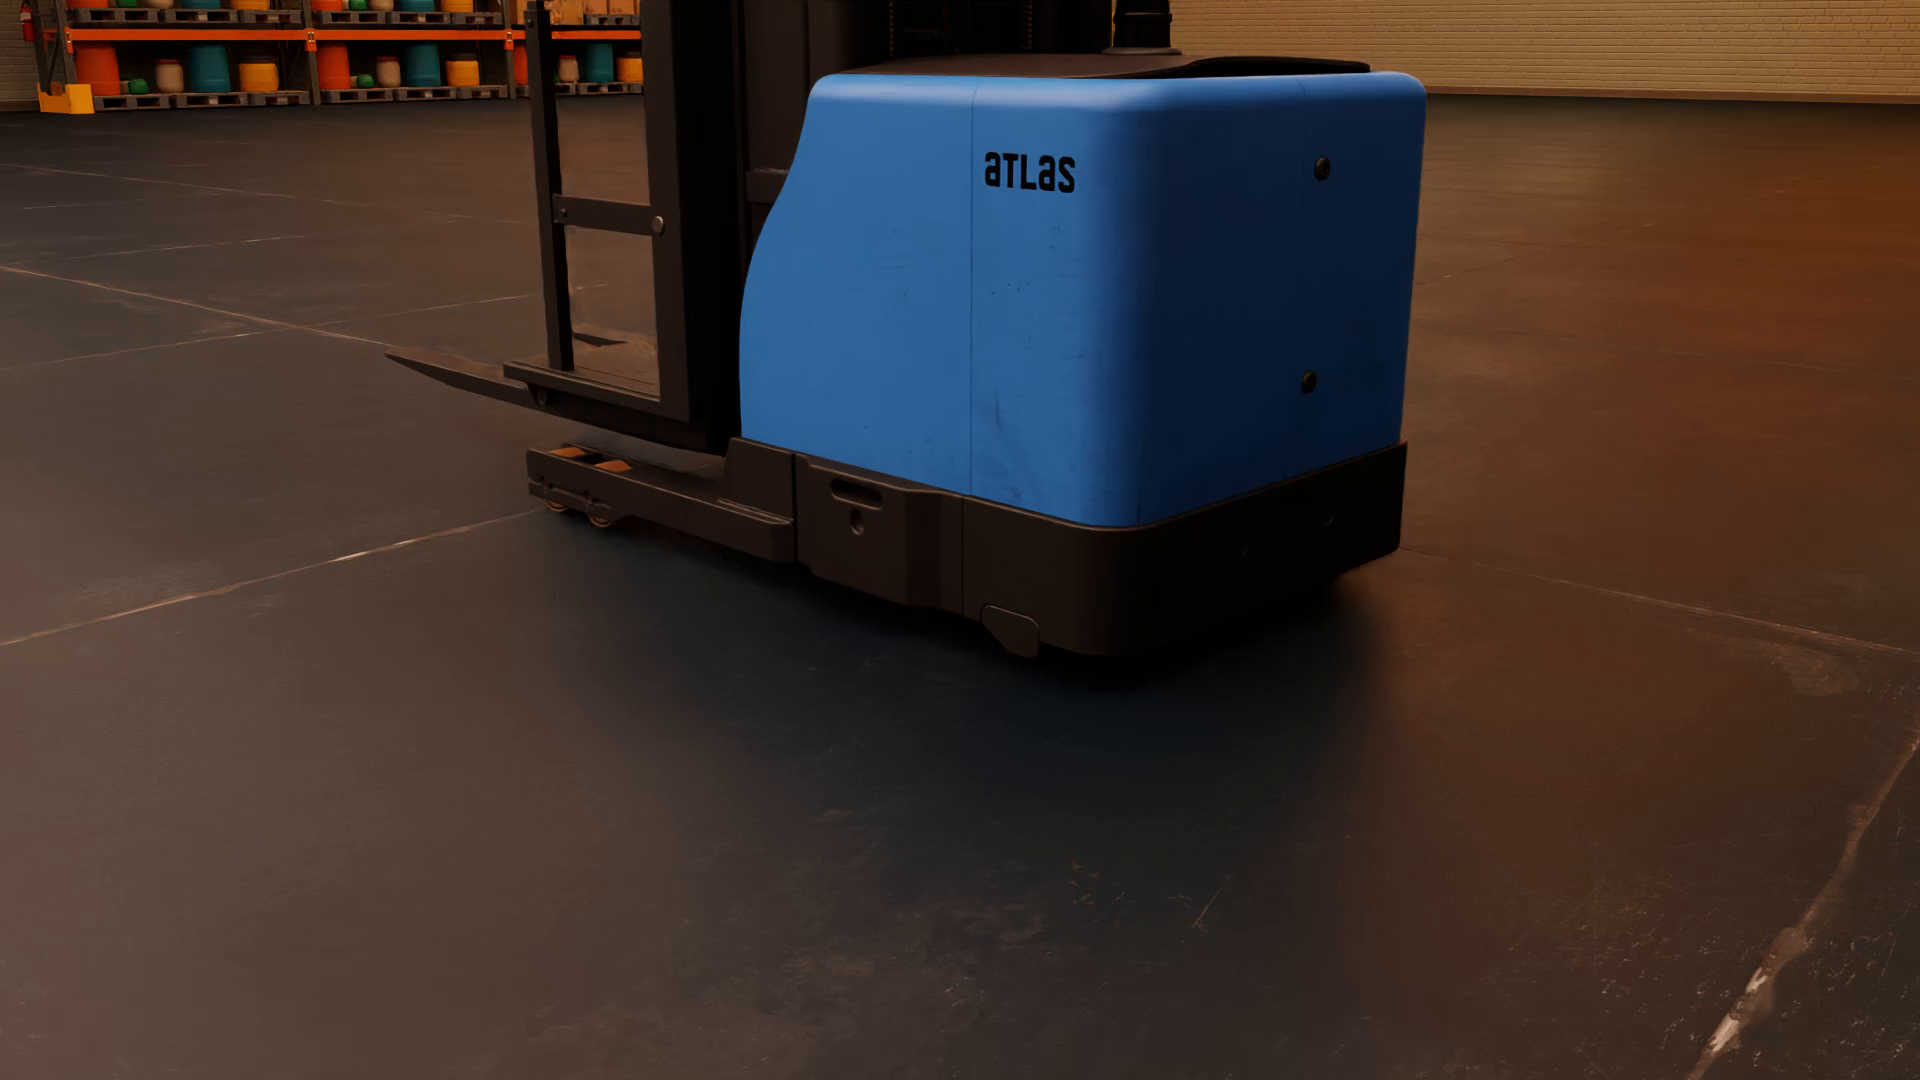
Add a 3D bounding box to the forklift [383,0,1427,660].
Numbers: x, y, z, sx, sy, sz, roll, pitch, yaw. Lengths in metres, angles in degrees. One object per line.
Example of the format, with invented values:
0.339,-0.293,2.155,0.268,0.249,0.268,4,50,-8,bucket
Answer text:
-0.442,-1.525,3.920,3.031,2.935,1.130,16,23,42,forklift
